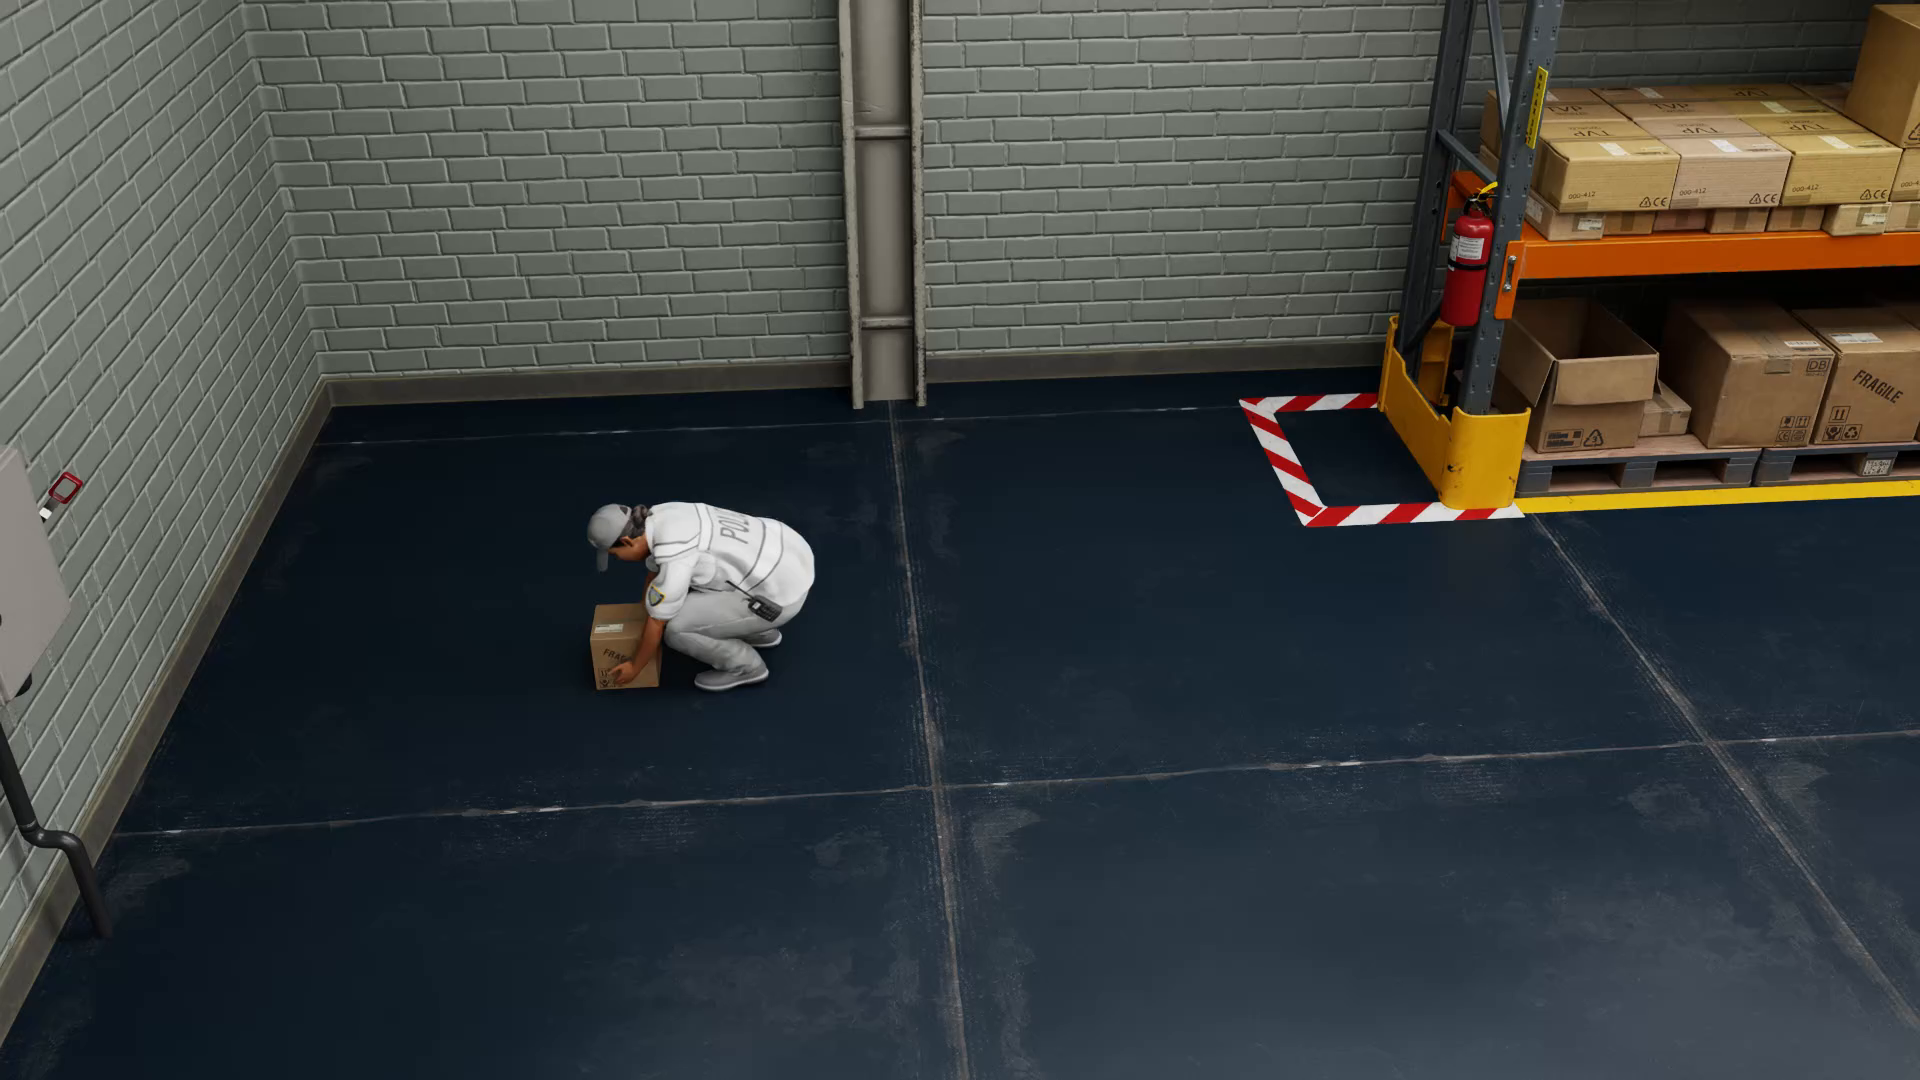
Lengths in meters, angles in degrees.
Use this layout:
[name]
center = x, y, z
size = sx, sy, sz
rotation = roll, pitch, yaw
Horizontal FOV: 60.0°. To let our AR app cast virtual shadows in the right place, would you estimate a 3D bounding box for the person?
[person]
center = -1.017, 0.176, 6.669
size = 0.867, 0.818, 0.518
rotation = -3, 31, -4
